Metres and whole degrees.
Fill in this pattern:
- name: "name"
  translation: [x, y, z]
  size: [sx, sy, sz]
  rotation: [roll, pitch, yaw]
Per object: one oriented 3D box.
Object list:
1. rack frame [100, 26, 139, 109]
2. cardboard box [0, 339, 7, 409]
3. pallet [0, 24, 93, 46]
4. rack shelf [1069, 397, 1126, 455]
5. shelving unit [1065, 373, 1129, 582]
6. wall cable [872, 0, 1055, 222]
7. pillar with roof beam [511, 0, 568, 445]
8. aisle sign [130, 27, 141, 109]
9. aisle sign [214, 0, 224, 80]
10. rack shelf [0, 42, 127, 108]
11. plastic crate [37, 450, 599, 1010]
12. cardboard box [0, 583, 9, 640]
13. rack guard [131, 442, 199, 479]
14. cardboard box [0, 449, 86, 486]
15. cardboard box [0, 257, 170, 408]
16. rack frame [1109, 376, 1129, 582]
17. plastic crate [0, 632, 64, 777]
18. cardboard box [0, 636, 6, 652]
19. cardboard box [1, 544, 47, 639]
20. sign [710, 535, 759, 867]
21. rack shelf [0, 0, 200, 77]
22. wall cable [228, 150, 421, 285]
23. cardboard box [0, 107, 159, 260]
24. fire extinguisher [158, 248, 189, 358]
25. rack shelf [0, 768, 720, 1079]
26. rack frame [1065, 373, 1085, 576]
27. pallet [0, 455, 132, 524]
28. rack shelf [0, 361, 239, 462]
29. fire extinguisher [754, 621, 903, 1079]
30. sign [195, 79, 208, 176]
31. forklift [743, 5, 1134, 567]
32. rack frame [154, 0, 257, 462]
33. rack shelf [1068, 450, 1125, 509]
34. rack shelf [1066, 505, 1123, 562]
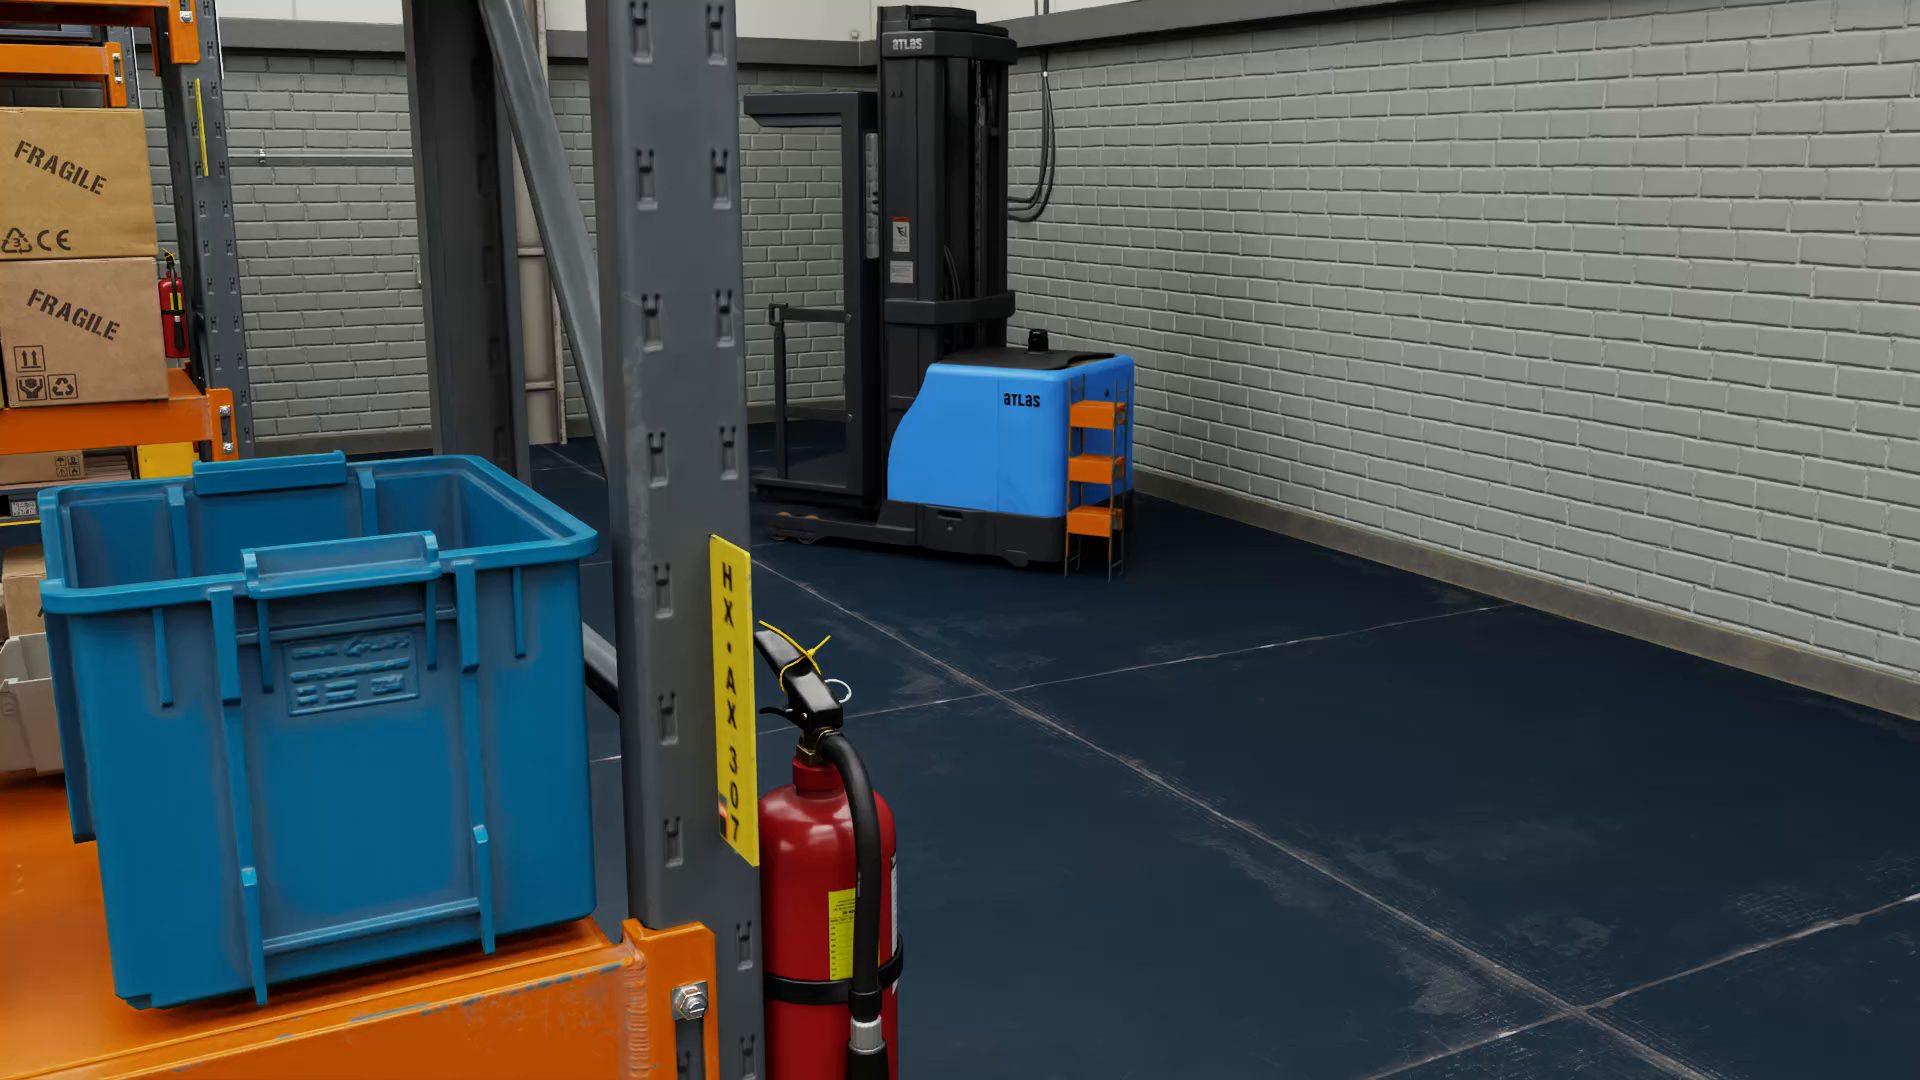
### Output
- name: "rack frame"
  translation: [-5.253, -1.771, 10.649]
  size: [0.127, 3.000, 1.000]
  rotation: [-7, 14, -28]
- name: "cardboard box"
  translation: [-3.593, -0.711, 5.709]
  size: [0.500, 0.500, 0.500]
  rotation: [-7, 14, -27]
- name: "pallet"
  translation: [-5.899, -3.112, 9.973]
  size: [1.213, 0.211, 1.003]
  rotation: [-7, 14, -28]
- name: "rack shelf"
  translation: [0.716, -0.593, 8.597]
  size: [0.240, 0.259, 0.215]
  rotation: [7, 15, 24]
- name: "shelving unit"
  translation: [0.713, -0.327, 8.660]
  size: [0.252, 1.050, 0.215]
  rotation: [7, 15, 24]
- name: "wall cable"
  translation: [-0.118, -3.709, 12.669]
  size: [0.112, 2.526, 3.097]
  rotation: [-7, 14, -28]
- name: "pillar with roof beam"
  translation: [-1.235, -4.319, 8.306]
  size: [0.400, 9.000, 9.100]
  rotation: [-7, 14, -28]
- name: "aisle sign"
  translation: [-5.046, -2.989, 10.140]
  size: [0.004, 0.787, 0.394]
  rotation: [-7, 14, -28]
- name: "aisle sign"
  translation: [-2.670, -2.034, 5.893]
  size: [0.004, 0.787, 0.394]
  rotation: [-7, 14, -28]
- name: "rack shelf"
  translation: [-7.009, -2.673, 9.463]
  size: [4.000, 0.370, 1.077]
  rotation: [-7, 14, -28]
- name: "plastic crate"
  translation: [-0.711, 0.162, 1.838]
  size: [0.499, 0.435, 0.616]
  rotation: [-7, 14, -28]
- name: "cardboard box"
  translation: [-3.929, 0.365, 6.417]
  size: [0.500, 0.250, 0.500]
  rotation: [-7, 14, -28]
- name: "rack guard"
  translation: [-5.232, -0.554, 10.934]
  size: [0.348, 0.500, 1.175]
  rotation: [-7, 14, -28]
- name: "cardboard box"
  translation: [-5.820, -0.664, 10.464]
  size: [0.500, 0.500, 0.700]
  rotation: [-7, 14, -28]
- name: "cardboard box"
  translation: [-3.139, -0.766, 5.955]
  size: [0.500, 0.500, 0.500]
  rotation: [-6, 14, -26]
- name: "rack frame"
  translation: [0.824, -0.314, 8.610]
  size: [0.008, 1.050, 0.200]
  rotation: [7, 15, 24]
- name: "plastic crate"
  translation: [-1.202, 0.217, 2.275]
  size: [0.298, 0.136, 0.250]
  rotation: [-7, 14, -28]
- name: "cardboard box"
  translation: [-3.634, 0.480, 6.094]
  size: [0.250, 0.166, 0.380]
  rotation: [-7, 14, -28]
- name: "cardboard box"
  translation: [-3.236, 0.292, 6.169]
  size: [0.500, 0.500, 0.500]
  rotation: [-7, 14, -28]
- name: "sign"
  translation: [-0.229, 0.162, 1.684]
  size: [0.005, 0.325, 0.100]
  rotation: [-7, 14, -28]
- name: "rack shelf"
  translation: [-4.632, -1.719, 5.223]
  size: [4.000, 0.370, 1.077]
  rotation: [-7, 14, -28]
- name: "wall cable"
  translation: [-4.583, -2.584, 11.946]
  size: [1.851, 1.984, 0.084]
  rotation: [-7, 14, -28]
- name: "cardboard box"
  translation: [-3.135, -1.254, 5.844]
  size: [0.500, 0.500, 0.500]
  rotation: [-7, 14, -28]
- name: "fire extinguisher"
  translation: [-4.900, -1.479, 10.373]
  size: [0.183, 0.674, 0.296]
  rotation: [-7, 14, -28]
- name: "rack shelf"
  translation: [-2.262, 0.699, 1.309]
  size: [4.000, 0.370, 1.077]
  rotation: [-7, 14, -28]
- name: "rack frame"
  translation: [0.603, -0.340, 8.710]
  size: [0.008, 1.050, 0.200]
  rotation: [7, 15, 24]
- name: "pallet"
  translation: [-5.918, -0.312, 10.514]
  size: [1.213, 0.211, 1.003]
  rotation: [-7, 14, -28]
- name: "rack shelf"
  translation: [-4.632, -0.256, 5.552]
  size: [4.000, 0.370, 1.077]
  rotation: [-7, 14, -28]
- name: "fire extinguisher"
  translation: [-0.156, 0.429, 1.896]
  size: [0.183, 0.674, 0.296]
  rotation: [-7, 14, -28]
- name: "sign"
  translation: [-2.628, -1.427, 5.762]
  size: [0.005, 0.325, 0.100]
  rotation: [-7, 14, -28]
- name: "forklift"
  translation: [-0.541, -1.497, 9.587]
  size: [3.031, 2.935, 1.130]
  rotation: [7, 15, 29]
- name: "rack frame"
  translation: [-2.877, -0.817, 6.408]
  size: [0.127, 3.000, 1.000]
  rotation: [-7, 14, -28]
- name: "rack shelf"
  translation: [0.713, -0.317, 8.662]
  size: [0.240, 0.259, 0.215]
  rotation: [7, 15, 24]
- name: "rack shelf"
  translation: [0.710, -0.046, 8.726]
  size: [0.240, 0.259, 0.215]
  rotation: [7, 15, 24]
